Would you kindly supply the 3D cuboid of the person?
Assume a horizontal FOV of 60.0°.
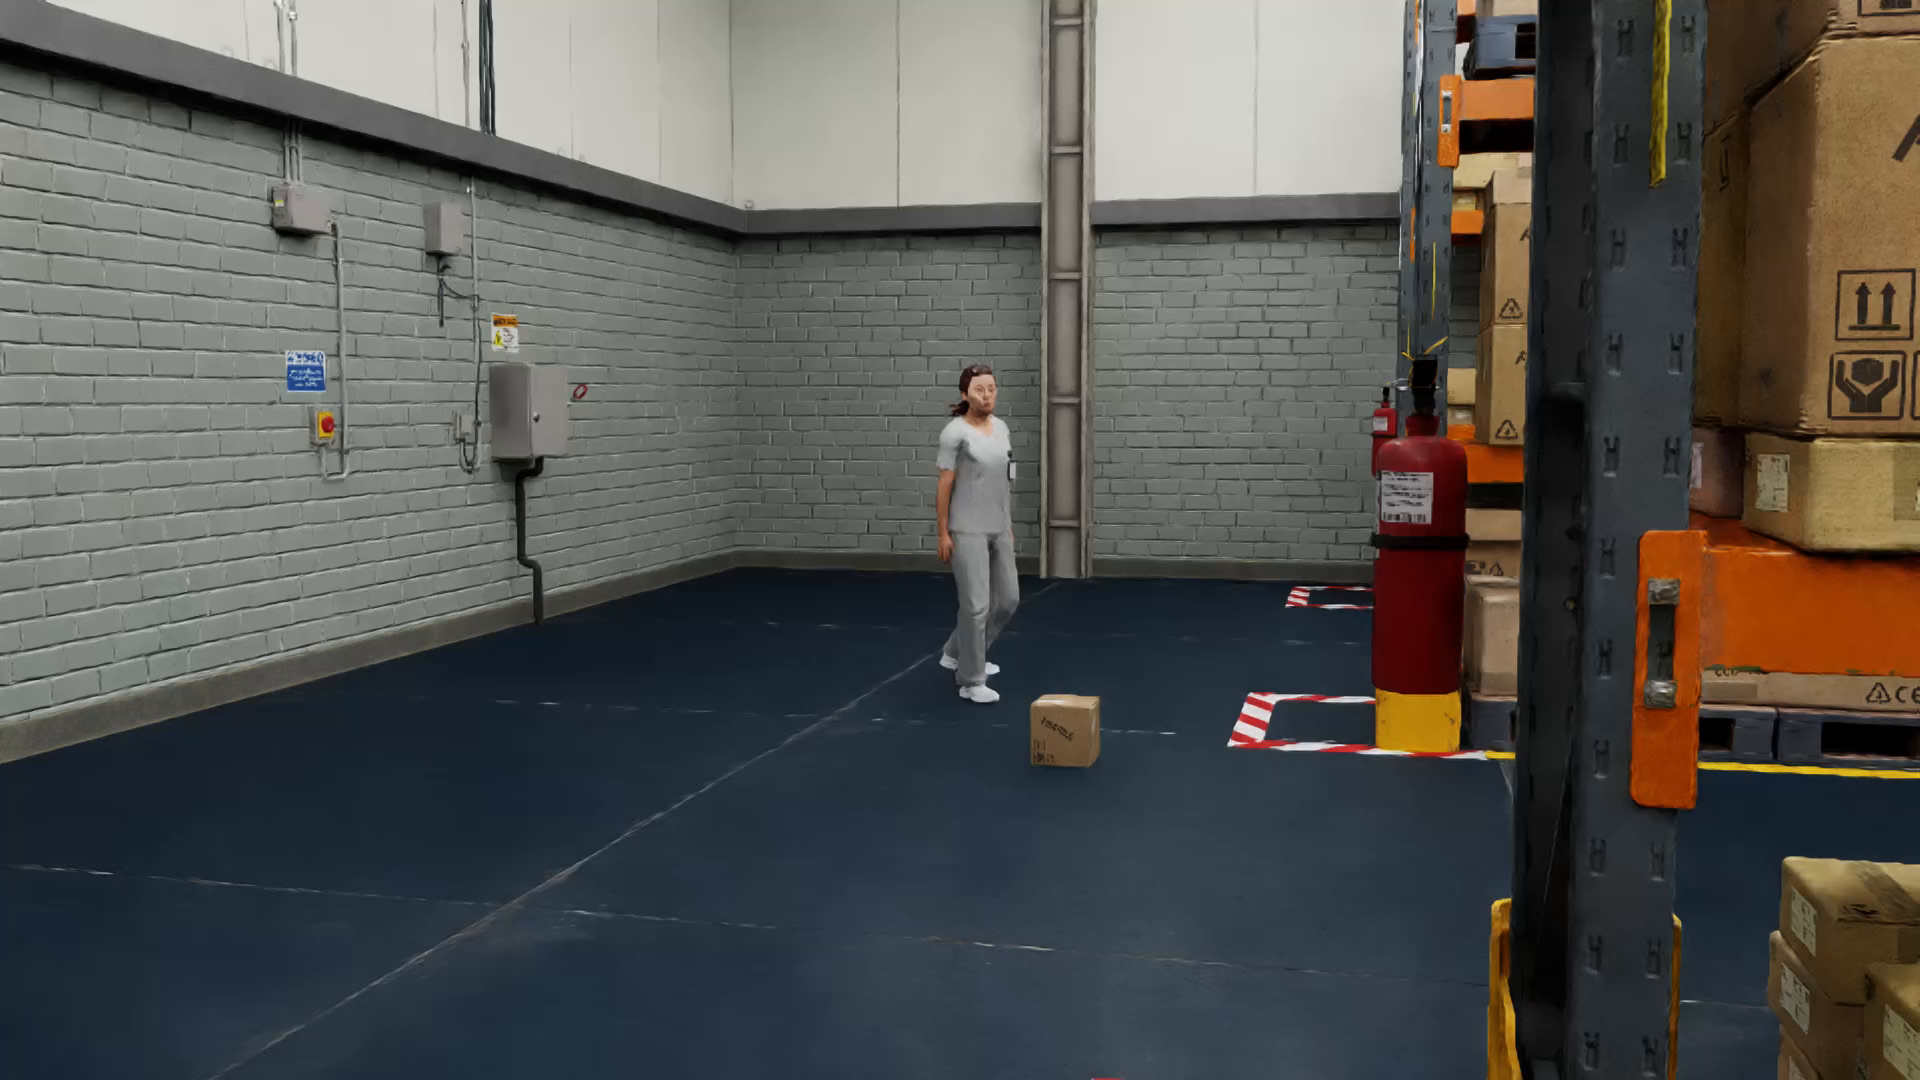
[{"bbox_3d":[0.041,-0.042,8.264,0.504,1.663,0.530,-4,7,-42],"label":"person"}]
